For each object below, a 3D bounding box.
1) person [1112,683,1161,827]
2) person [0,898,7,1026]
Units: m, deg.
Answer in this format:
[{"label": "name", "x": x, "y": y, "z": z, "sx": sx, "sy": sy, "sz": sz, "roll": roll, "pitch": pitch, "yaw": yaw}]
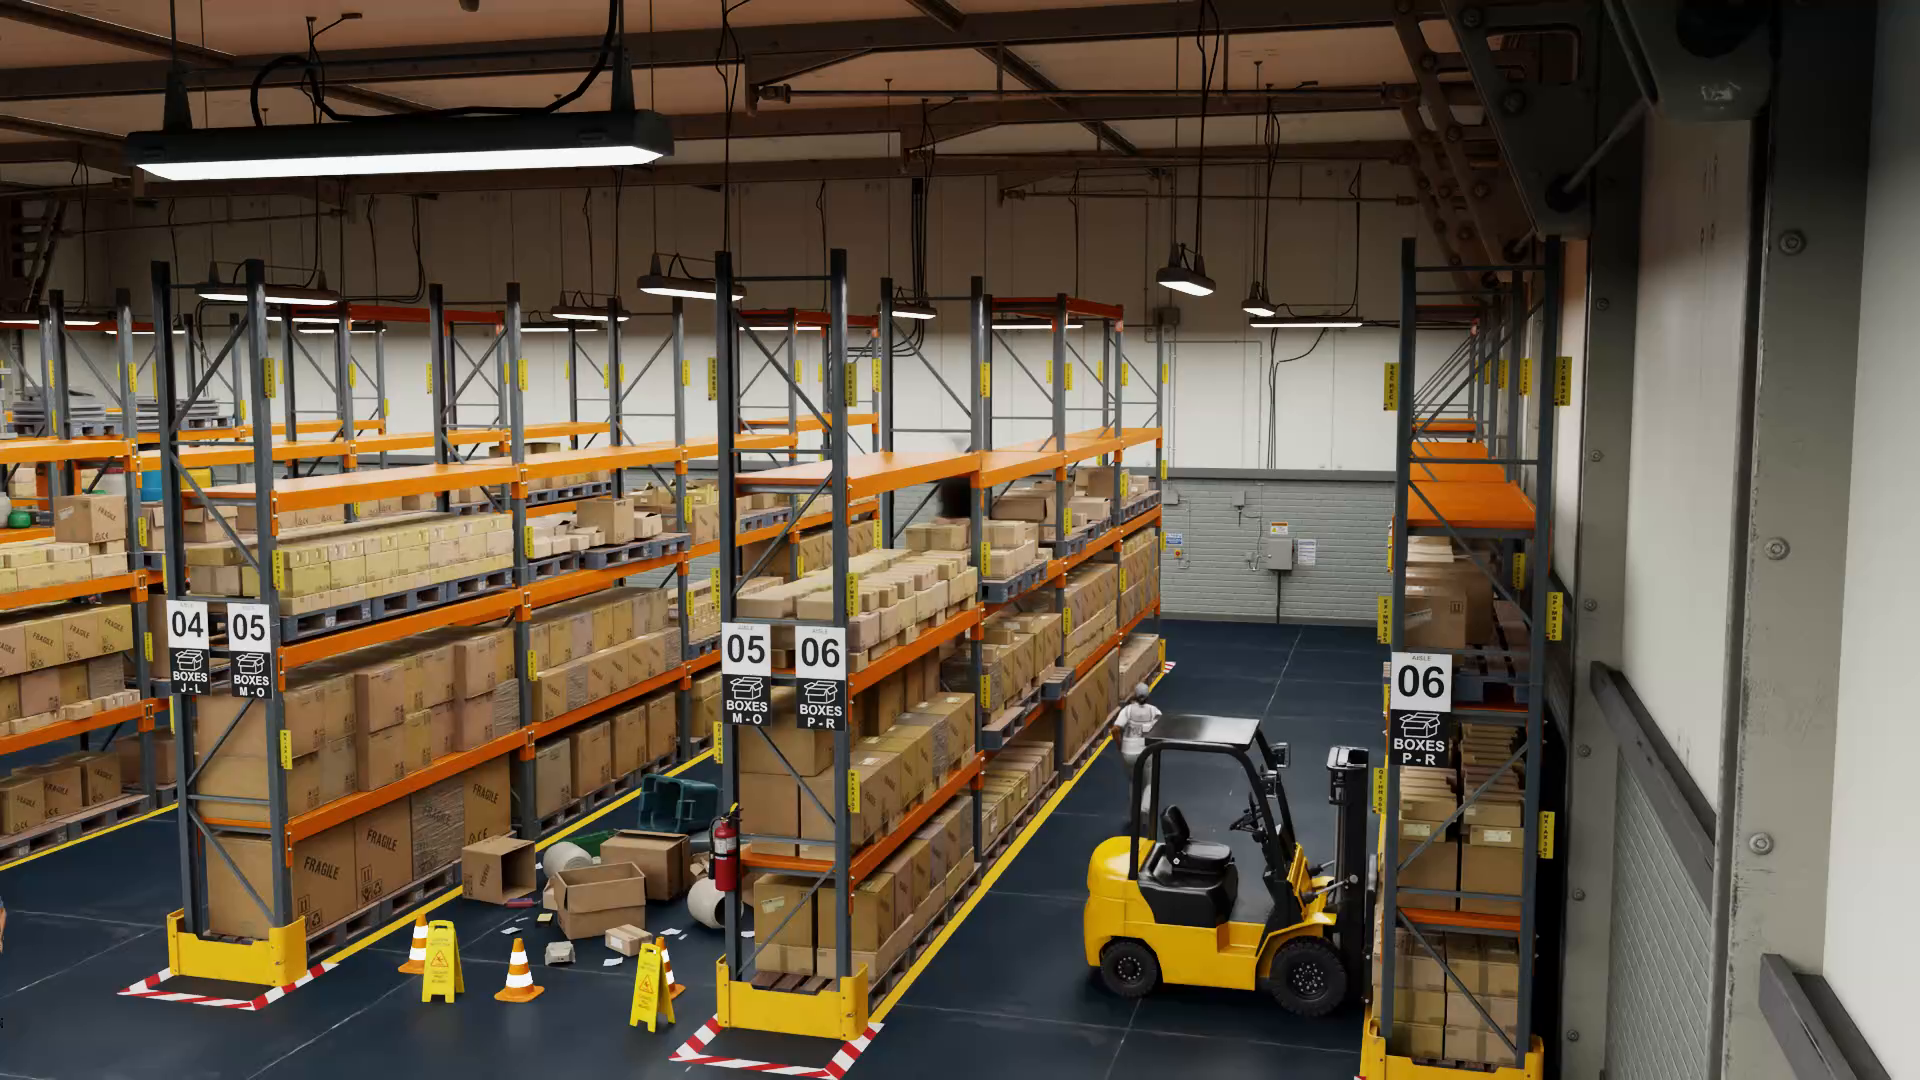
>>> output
[{"label": "person", "x": 2.010, "y": 2.392, "z": 18.503, "sx": 0.609, "sy": 1.631, "sz": 0.861, "roll": 1, "pitch": 6, "yaw": 14}, {"label": "person", "x": -7.426, "y": 3.093, "z": 12.421, "sx": 0.856, "sy": 1.569, "sz": 0.662, "roll": 4, "pitch": 7, "yaw": 35}]
